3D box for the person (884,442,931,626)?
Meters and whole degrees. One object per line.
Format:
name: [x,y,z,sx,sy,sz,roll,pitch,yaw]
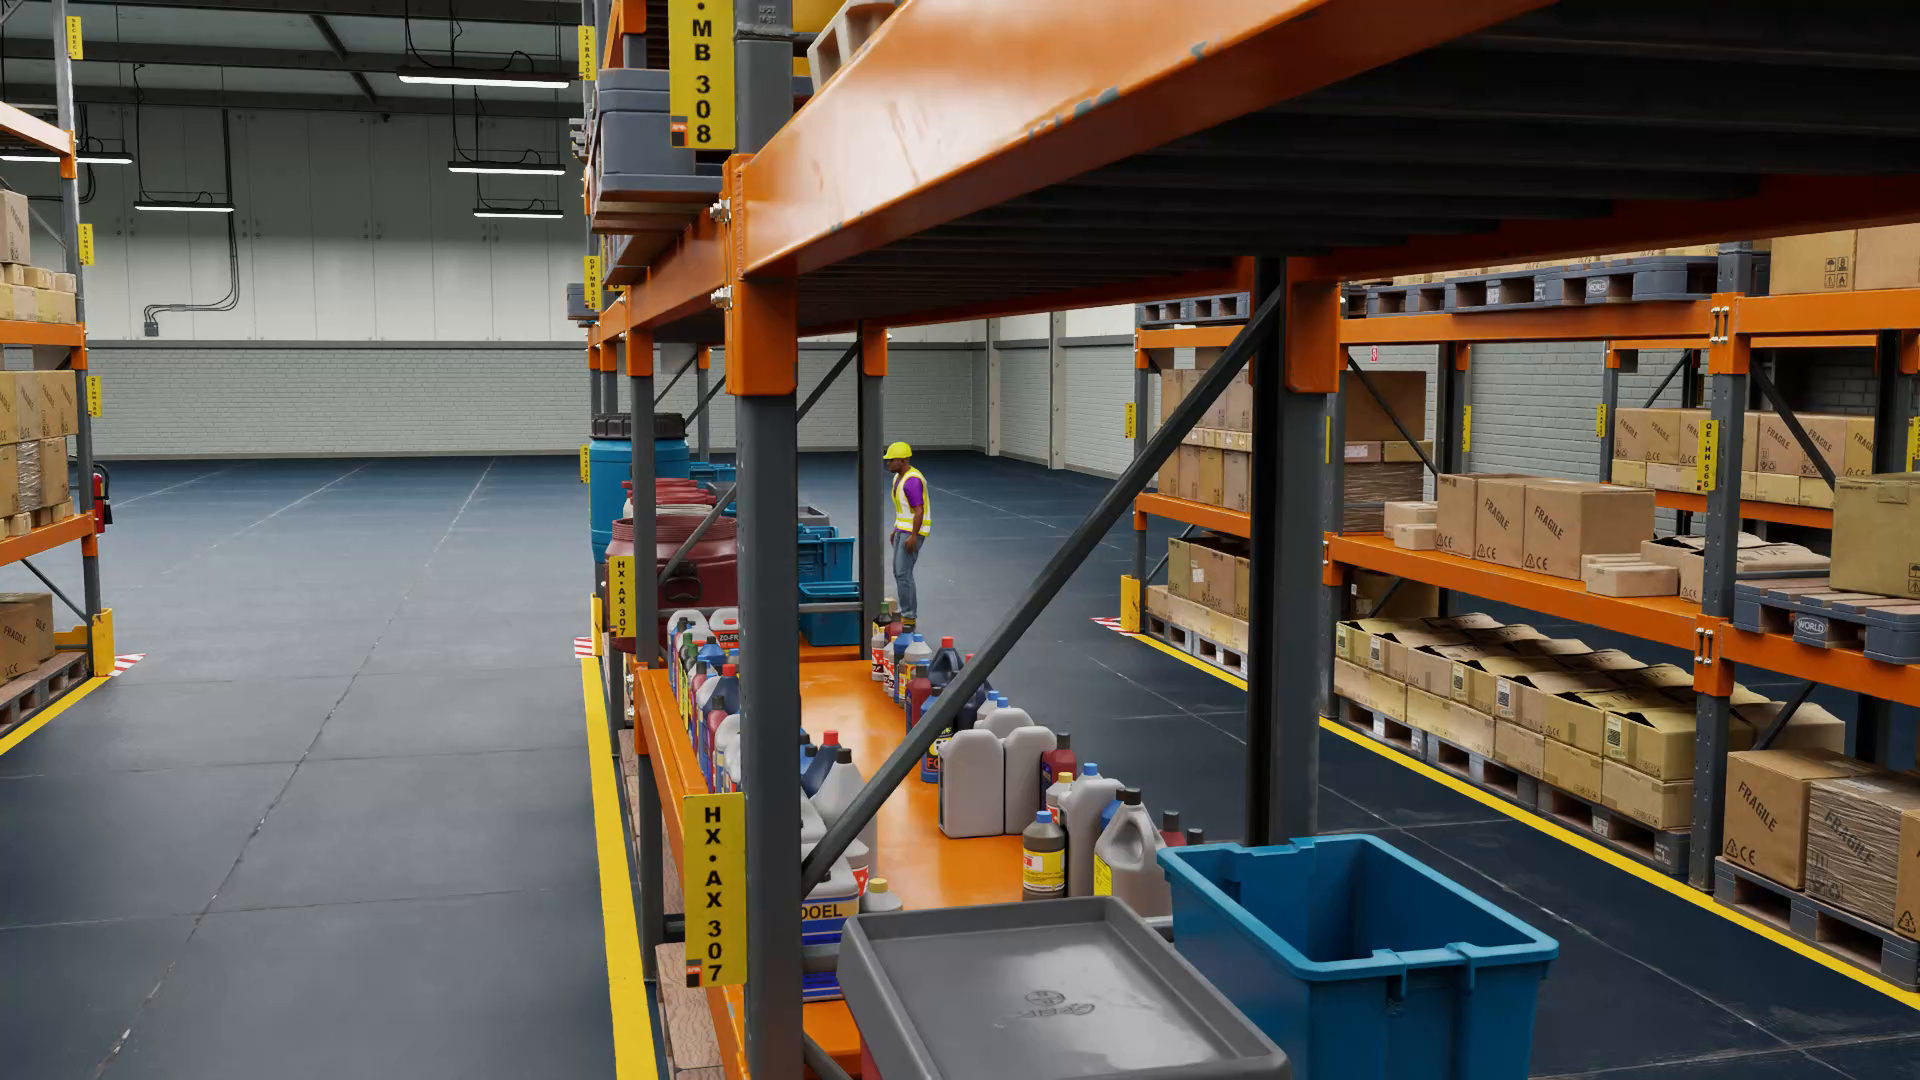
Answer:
person: [-0.526,-0.061,15.951,0.460,1.759,0.634,-2,6,-17]
